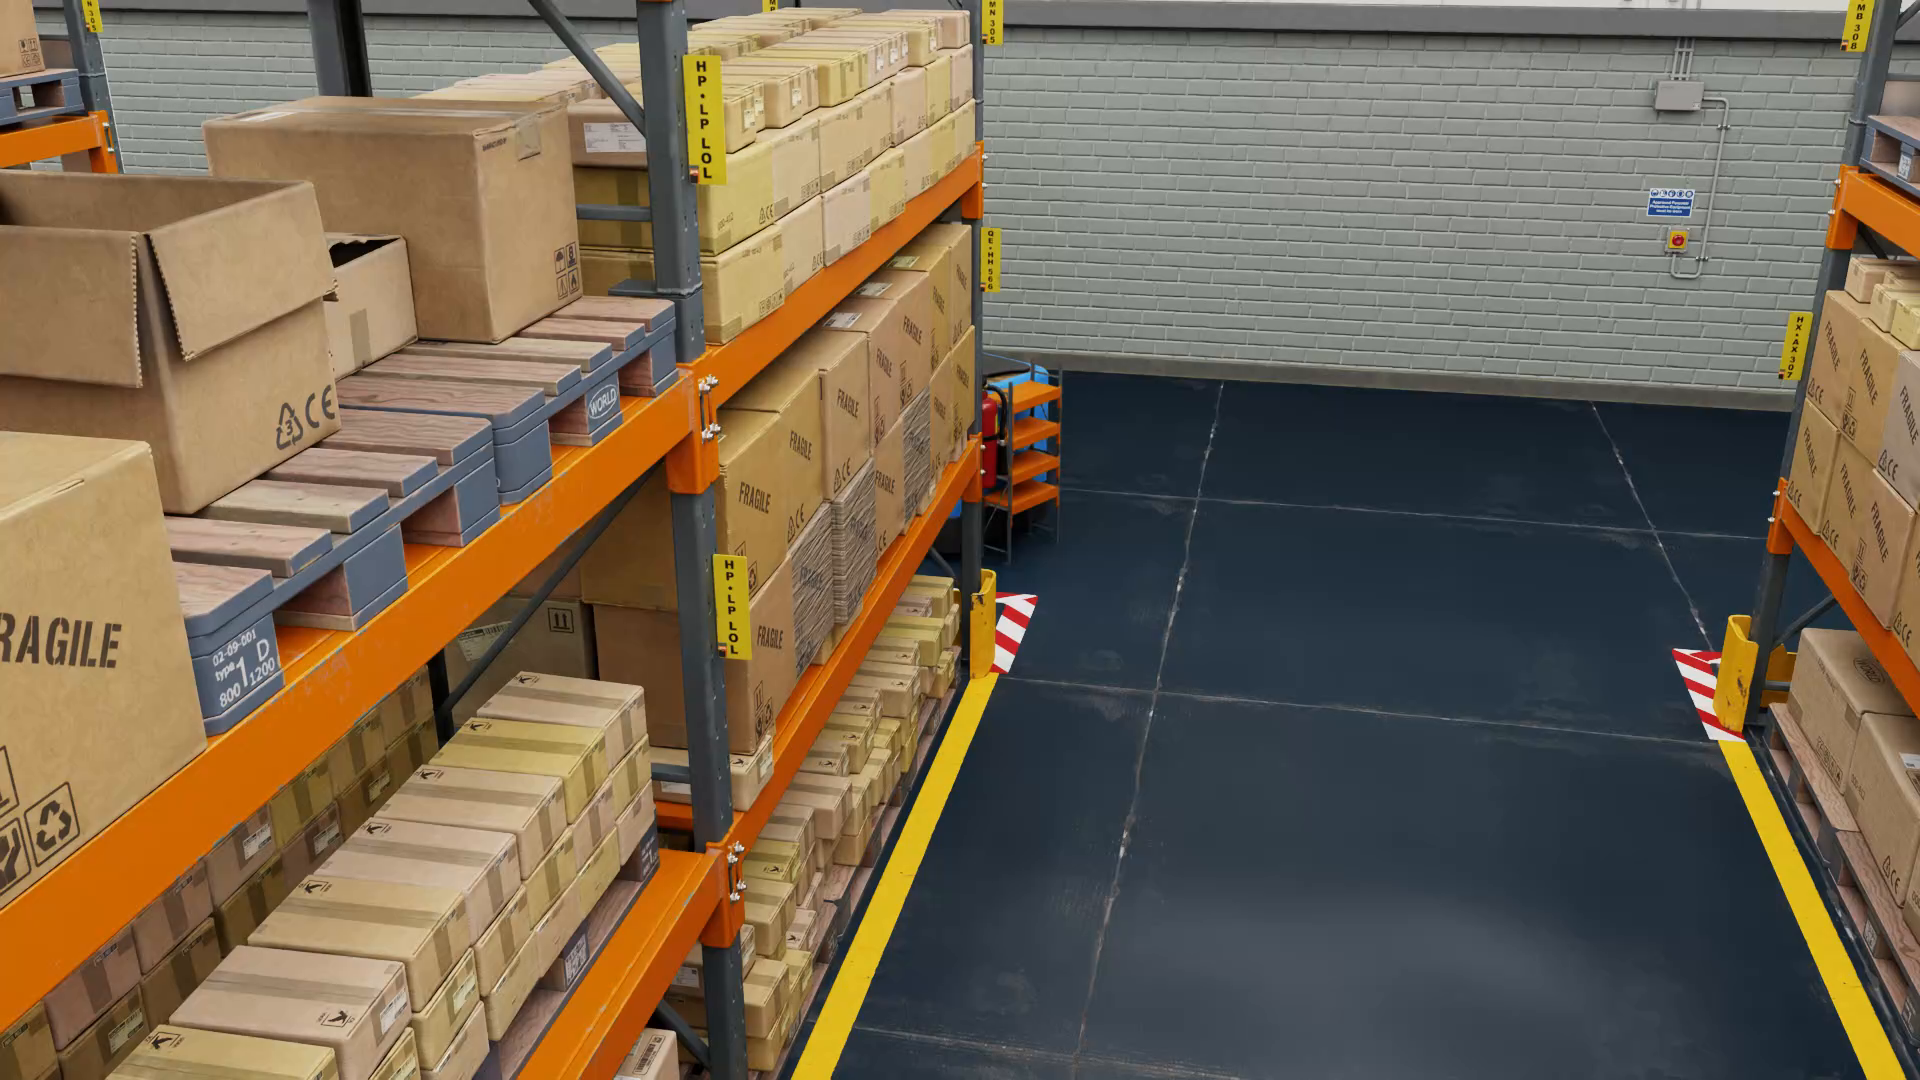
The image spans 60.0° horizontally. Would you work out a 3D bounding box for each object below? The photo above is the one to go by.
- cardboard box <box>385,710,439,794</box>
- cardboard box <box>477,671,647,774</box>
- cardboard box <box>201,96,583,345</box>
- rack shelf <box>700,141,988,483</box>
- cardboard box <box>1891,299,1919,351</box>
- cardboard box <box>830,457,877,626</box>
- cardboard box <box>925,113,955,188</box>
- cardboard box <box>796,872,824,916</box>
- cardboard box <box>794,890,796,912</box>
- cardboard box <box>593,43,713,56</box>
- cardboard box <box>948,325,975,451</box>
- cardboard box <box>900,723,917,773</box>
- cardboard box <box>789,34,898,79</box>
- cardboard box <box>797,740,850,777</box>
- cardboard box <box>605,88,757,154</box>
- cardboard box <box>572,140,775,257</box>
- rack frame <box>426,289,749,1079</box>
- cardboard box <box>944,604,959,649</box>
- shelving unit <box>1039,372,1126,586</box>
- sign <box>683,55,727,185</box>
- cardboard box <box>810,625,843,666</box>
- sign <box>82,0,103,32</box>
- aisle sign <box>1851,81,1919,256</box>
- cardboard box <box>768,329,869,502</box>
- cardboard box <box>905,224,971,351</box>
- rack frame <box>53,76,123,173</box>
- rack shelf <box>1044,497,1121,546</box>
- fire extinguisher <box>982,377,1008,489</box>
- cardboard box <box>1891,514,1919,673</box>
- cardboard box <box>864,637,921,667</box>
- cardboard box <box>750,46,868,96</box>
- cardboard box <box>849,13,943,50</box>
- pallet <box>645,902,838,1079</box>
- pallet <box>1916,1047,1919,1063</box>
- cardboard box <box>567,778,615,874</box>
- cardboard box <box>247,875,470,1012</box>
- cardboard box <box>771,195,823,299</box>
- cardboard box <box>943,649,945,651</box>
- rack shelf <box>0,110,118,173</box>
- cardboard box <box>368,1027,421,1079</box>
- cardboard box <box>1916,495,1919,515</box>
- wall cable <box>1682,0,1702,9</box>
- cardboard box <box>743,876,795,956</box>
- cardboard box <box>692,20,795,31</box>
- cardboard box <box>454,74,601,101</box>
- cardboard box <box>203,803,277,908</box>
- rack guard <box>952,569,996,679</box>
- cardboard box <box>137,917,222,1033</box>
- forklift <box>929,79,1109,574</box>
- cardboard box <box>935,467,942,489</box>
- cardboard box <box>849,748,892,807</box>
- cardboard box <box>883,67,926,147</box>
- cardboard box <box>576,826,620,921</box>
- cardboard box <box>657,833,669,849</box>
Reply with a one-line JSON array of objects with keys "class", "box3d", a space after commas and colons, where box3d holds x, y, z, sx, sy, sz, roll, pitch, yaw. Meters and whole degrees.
[{"class": "cardboard box", "box3d": [-1.732, 0.585, 4.763, 0.380, 0.149, 0.250, 5, 22, 12]}, {"class": "cardboard box", "box3d": [-1.092, 0.499, 4.576, 0.380, 0.149, 0.250, 5, 23, 13]}, {"class": "cardboard box", "box3d": [-1.386, -0.810, 4.140, 0.700, 0.500, 0.500, 4, 22, 11]}, {"class": "rack shelf", "box3d": [-0.793, -1.097, 6.511, 1.077, 0.370, 4.000, 4, 22, 11]}, {"class": "cardboard box", "box3d": [3.953, -0.848, 6.603, 0.380, 0.149, 0.250, 4, 22, 9]}, {"class": "cardboard box", "box3d": [-0.621, -0.017, 6.349, 0.500, 0.500, 0.500, 4, 22, 10]}, {"class": "cardboard box", "box3d": [-0.316, -1.719, 7.293, 0.500, 0.250, 0.500, 4, 22, 11]}, {"class": "cardboard box", "box3d": [-0.755, 1.422, 6.562, 0.380, 0.149, 0.250, 4, 22, 10]}, {"class": "cardboard box", "box3d": [-0.835, 1.382, 6.262, 0.380, 0.149, 0.250, 4, 22, 11]}, {"class": "cardboard box", "box3d": [-1.134, -1.751, 6.169, 0.380, 0.149, 0.250, 4, 22, 10]}, {"class": "cardboard box", "box3d": [-0.224, -0.771, 8.222, 0.500, 0.500, 0.500, 5, 22, 12]}, {"class": "cardboard box", "box3d": [-0.408, 0.946, 7.743, 0.380, 0.149, 0.250, 3, 22, 9]}, {"class": "cardboard box", "box3d": [-0.457, -1.900, 6.538, 0.380, 0.149, 0.250, 5, 22, 12]}, {"class": "cardboard box", "box3d": [-0.673, 0.951, 6.935, 0.380, 0.149, 0.250, 4, 22, 9]}, {"class": "cardboard box", "box3d": [-0.816, -1.232, 4.879, 0.380, 0.149, 0.250, 4, 22, 9]}, {"class": "cardboard box", "box3d": [-0.868, -1.020, 4.886, 0.500, 0.250, 0.500, 5, 23, 13]}, {"class": "rack frame", "box3d": [-1.201, 0.692, 5.120, 1.000, 3.000, 0.127, 4, 22, 11]}, {"class": "cardboard box", "box3d": [-0.213, 0.433, 8.618, 0.380, 0.149, 0.250, 4, 22, 9]}, {"class": "shelving unit", "box3d": [0.747, -0.373, 10.174, 0.258, 1.200, 0.503, 18, 28, 37]}, {"class": "sign", "box3d": [-0.657, -1.081, 4.288, 0.100, 0.325, 0.005, 4, 22, 11]}, {"class": "cardboard box", "box3d": [-0.663, 0.342, 6.326, 0.380, 0.149, 0.250, 5, 22, 12]}, {"class": "sign", "box3d": [-4.691, -2.905, 8.957, 0.100, 0.325, 0.005, 4, 22, 11]}, {"class": "aisle sign", "box3d": [4.213, -1.685, 7.542, 0.394, 0.787, 0.004, 4, 22, 11]}, {"class": "cardboard box", "box3d": [-0.646, -0.475, 6.148, 0.500, 0.500, 0.500, 5, 22, 12]}, {"class": "cardboard box", "box3d": [-0.235, -1.233, 8.029, 0.500, 0.500, 0.500, 4, 22, 10]}, {"class": "rack frame", "box3d": [-5.220, -1.186, 9.783, 1.000, 3.000, 0.127, 4, 22, 11]}, {"class": "rack shelf", "box3d": [0.747, -0.127, 10.274, 0.258, 0.148, 0.480, 18, 28, 37]}, {"class": "fire extinguisher", "box3d": [0.118, -0.619, 8.978, 0.296, 0.674, 0.183, 4, 22, 11]}, {"class": "cardboard box", "box3d": [3.820, 0.233, 6.126, 0.500, 0.500, 0.500, 5, 23, 13]}, {"class": "cardboard box", "box3d": [-0.396, 0.575, 7.867, 0.380, 0.149, 0.250, 4, 22, 9]}, {"class": "cardboard box", "box3d": [-0.549, -1.708, 6.063, 0.380, 0.149, 0.250, 4, 22, 9]}, {"class": "cardboard box", "box3d": [-0.290, -2.281, 7.486, 0.380, 0.149, 0.250, 5, 22, 12]}, {"class": "pallet", "box3d": [-1.099, 1.737, 6.258, 1.003, 0.211, 1.213, 4, 22, 11]}, {"class": "pallet", "box3d": [3.897, 2.054, 5.472, 1.003, 0.211, 1.213, 4, 22, 11]}, {"class": "cardboard box", "box3d": [-1.141, 0.733, 4.395, 0.380, 0.149, 0.250, 5, 22, 11]}, {"class": "cardboard box", "box3d": [-1.307, 0.878, 3.637, 0.380, 0.149, 0.250, 4, 22, 9]}, {"class": "cardboard box", "box3d": [-0.755, -0.963, 5.415, 0.500, 0.250, 0.500, 4, 22, 10]}, {"class": "cardboard box", "box3d": [-0.288, 0.565, 8.689, 0.380, 0.149, 0.250, 5, 22, 12]}, {"class": "rack shelf", "box3d": [-5.628, -1.512, 7.541, 1.077, 0.370, 4.000, 4, 22, 11]}, {"class": "cardboard box", "box3d": [-1.354, 1.119, 3.437, 0.380, 0.149, 0.250, 5, 22, 11]}, {"class": "cardboard box", "box3d": [3.808, -0.226, 5.928, 0.500, 0.500, 0.500, 5, 22, 11]}, {"class": "wall cable", "box3d": [5.367, -5.315, 12.006, 0.463, 3.000, 0.029, 4, 22, 11]}, {"class": "cardboard box", "box3d": [-0.814, 1.337, 5.976, 0.380, 0.149, 0.250, 6, 23, 14]}, {"class": "cardboard box", "box3d": [-0.920, -2.134, 7.120, 0.380, 0.149, 0.250, 5, 22, 12]}, {"class": "cardboard box", "box3d": [-1.352, -1.372, 5.228, 0.380, 0.149, 0.250, 4, 22, 11]}, {"class": "cardboard box", "box3d": [-1.891, 0.734, 3.994, 0.380, 0.149, 0.250, 4, 22, 10]}, {"class": "rack guard", "box3d": [-0.400, 0.416, 9.151, 1.175, 0.500, 0.348, 4, 22, 11]}, {"class": "cardboard box", "box3d": [-1.940, 0.968, 3.811, 0.380, 0.149, 0.250, 5, 23, 13]}, {"class": "forklift", "box3d": [-0.488, -1.590, 10.879, 3.031, 2.935, 1.130, 18, 28, 38]}, {"class": "cardboard box", "box3d": [-0.298, -0.333, 8.001, 0.380, 0.149, 0.250, 4, 22, 10]}, {"class": "cardboard box", "box3d": [-0.510, 1.009, 7.189, 0.380, 0.149, 0.250, 5, 22, 11]}, {"class": "cardboard box", "box3d": [-0.440, -1.763, 6.731, 0.500, 0.250, 0.500, 5, 22, 12]}, {"class": "cardboard box", "box3d": [-1.140, 0.869, 4.455, 0.380, 0.149, 0.250, 5, 22, 11]}, {"class": "cardboard box", "box3d": [-1.326, 1.206, 6.303, 0.380, 0.149, 0.250, 4, 22, 10]}]
